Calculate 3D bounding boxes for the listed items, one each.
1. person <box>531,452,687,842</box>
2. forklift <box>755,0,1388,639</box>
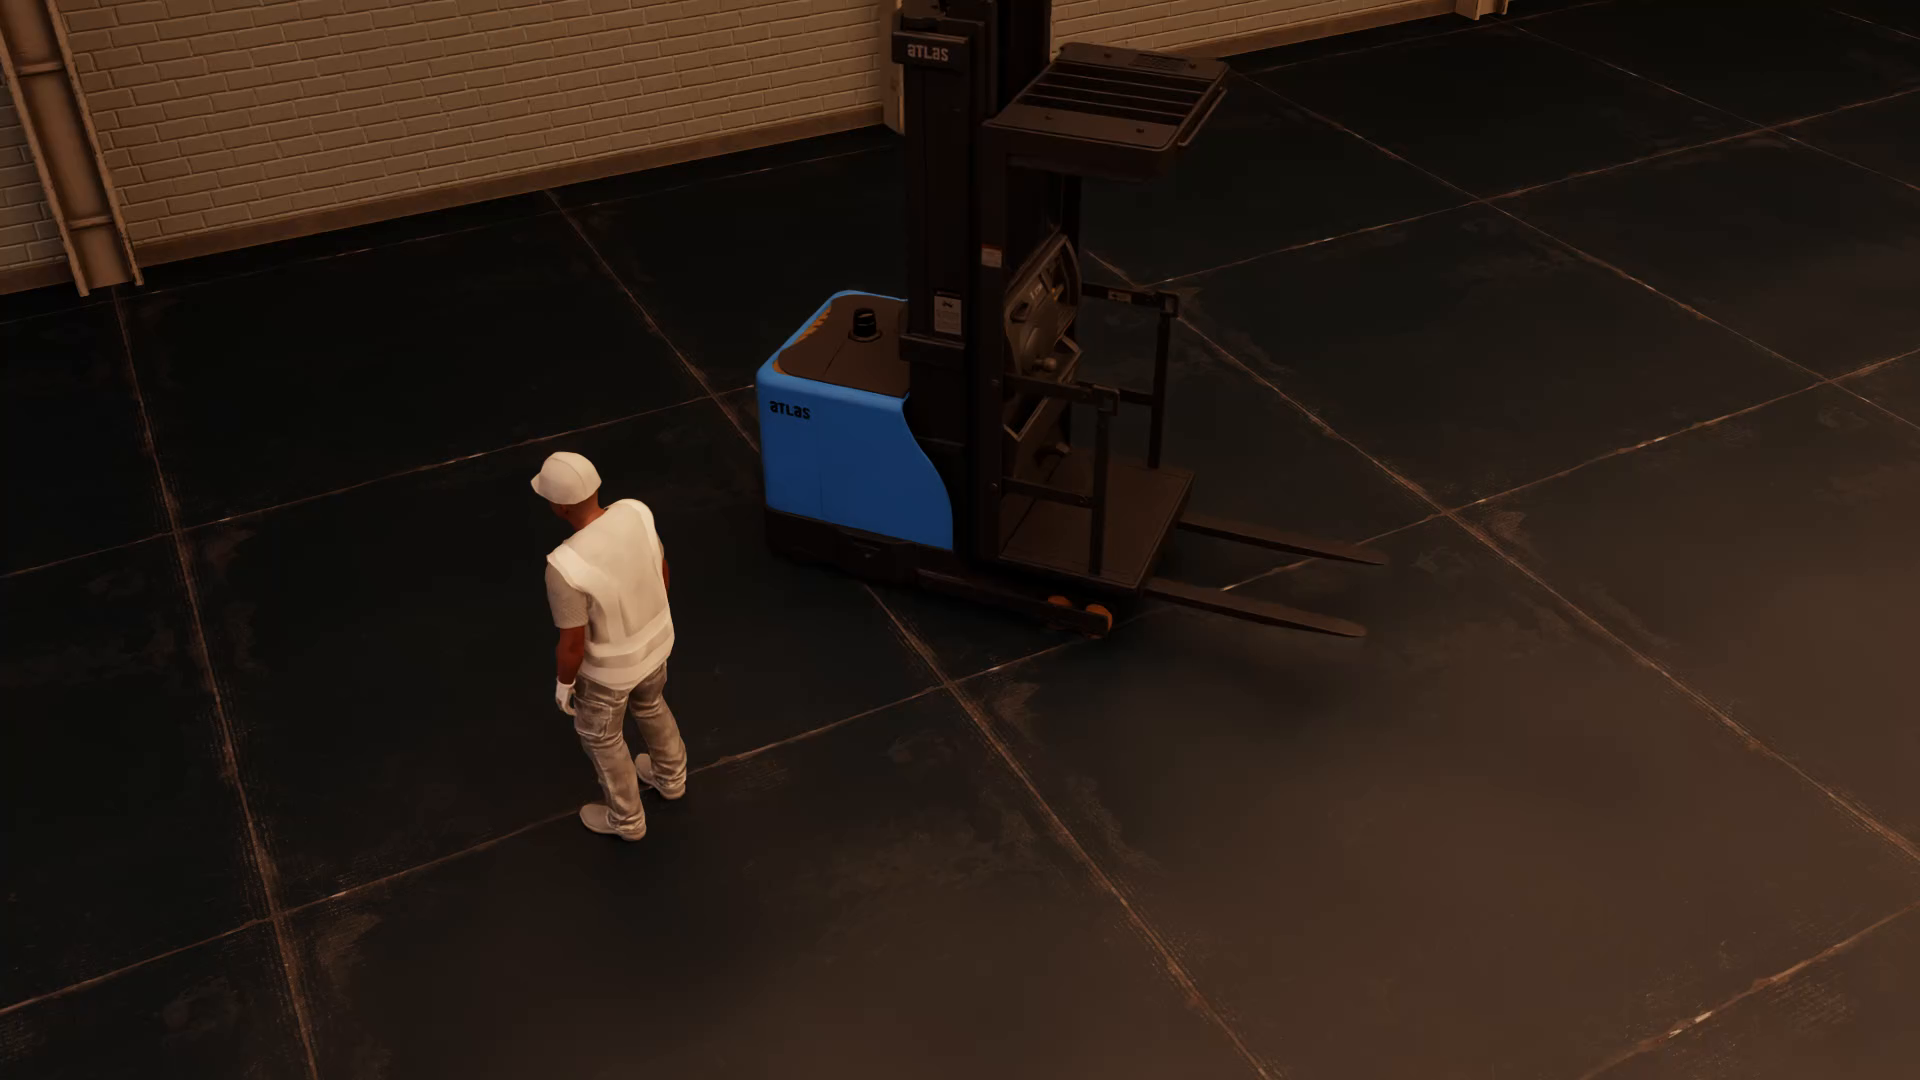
[{"bbox_3d":[-1.365,0.424,6.530,0.451,1.772,0.623,19,40,25],"label":"person"},{"bbox_3d":[0.570,-1.070,7.637,3.031,2.935,1.130,13,37,17],"label":"forklift"}]
